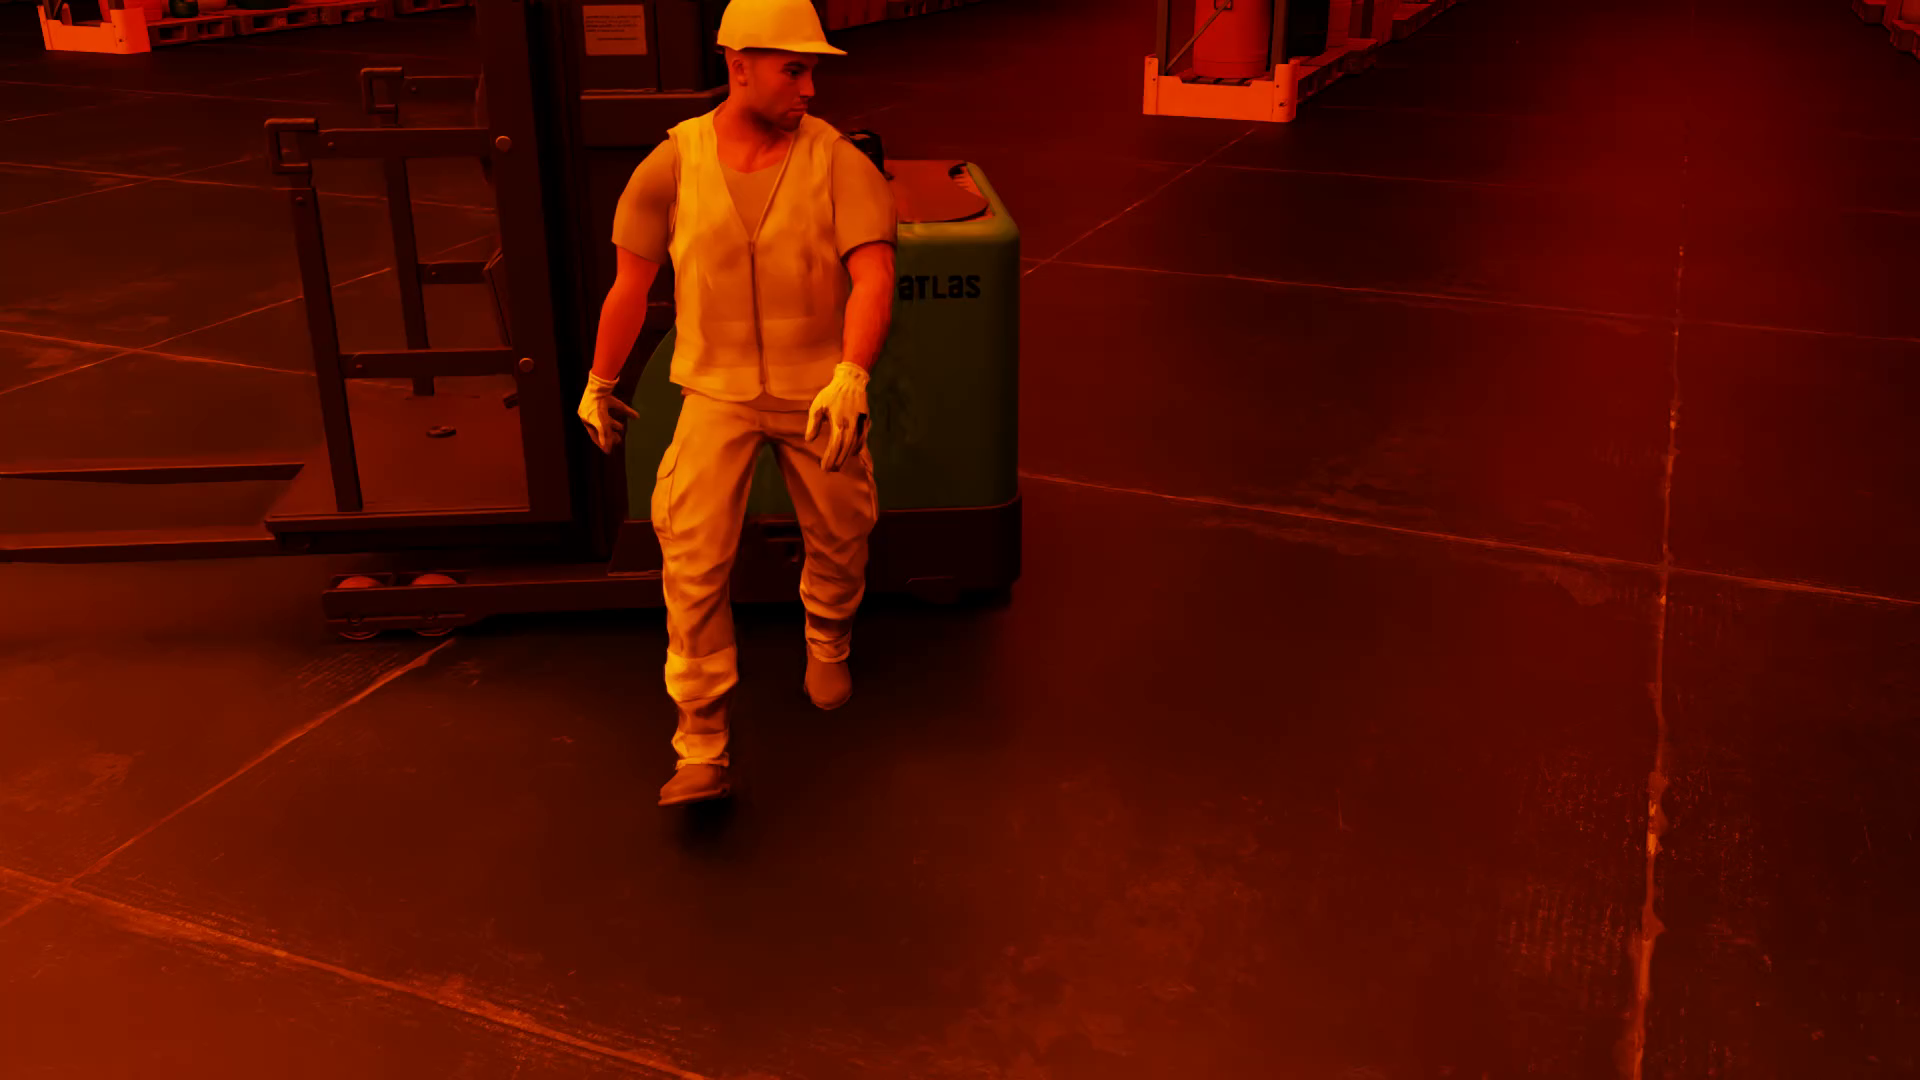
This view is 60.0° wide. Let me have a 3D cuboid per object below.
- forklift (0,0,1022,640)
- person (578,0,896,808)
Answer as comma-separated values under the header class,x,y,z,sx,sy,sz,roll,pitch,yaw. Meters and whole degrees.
class,x,y,z,sx,sy,sz,roll,pitch,yaw
forklift,-1.379,-1.299,4.400,3.031,2.935,1.130,-2,23,-5
person,-0.480,-0.296,3.605,0.707,1.727,0.891,-3,23,-8
